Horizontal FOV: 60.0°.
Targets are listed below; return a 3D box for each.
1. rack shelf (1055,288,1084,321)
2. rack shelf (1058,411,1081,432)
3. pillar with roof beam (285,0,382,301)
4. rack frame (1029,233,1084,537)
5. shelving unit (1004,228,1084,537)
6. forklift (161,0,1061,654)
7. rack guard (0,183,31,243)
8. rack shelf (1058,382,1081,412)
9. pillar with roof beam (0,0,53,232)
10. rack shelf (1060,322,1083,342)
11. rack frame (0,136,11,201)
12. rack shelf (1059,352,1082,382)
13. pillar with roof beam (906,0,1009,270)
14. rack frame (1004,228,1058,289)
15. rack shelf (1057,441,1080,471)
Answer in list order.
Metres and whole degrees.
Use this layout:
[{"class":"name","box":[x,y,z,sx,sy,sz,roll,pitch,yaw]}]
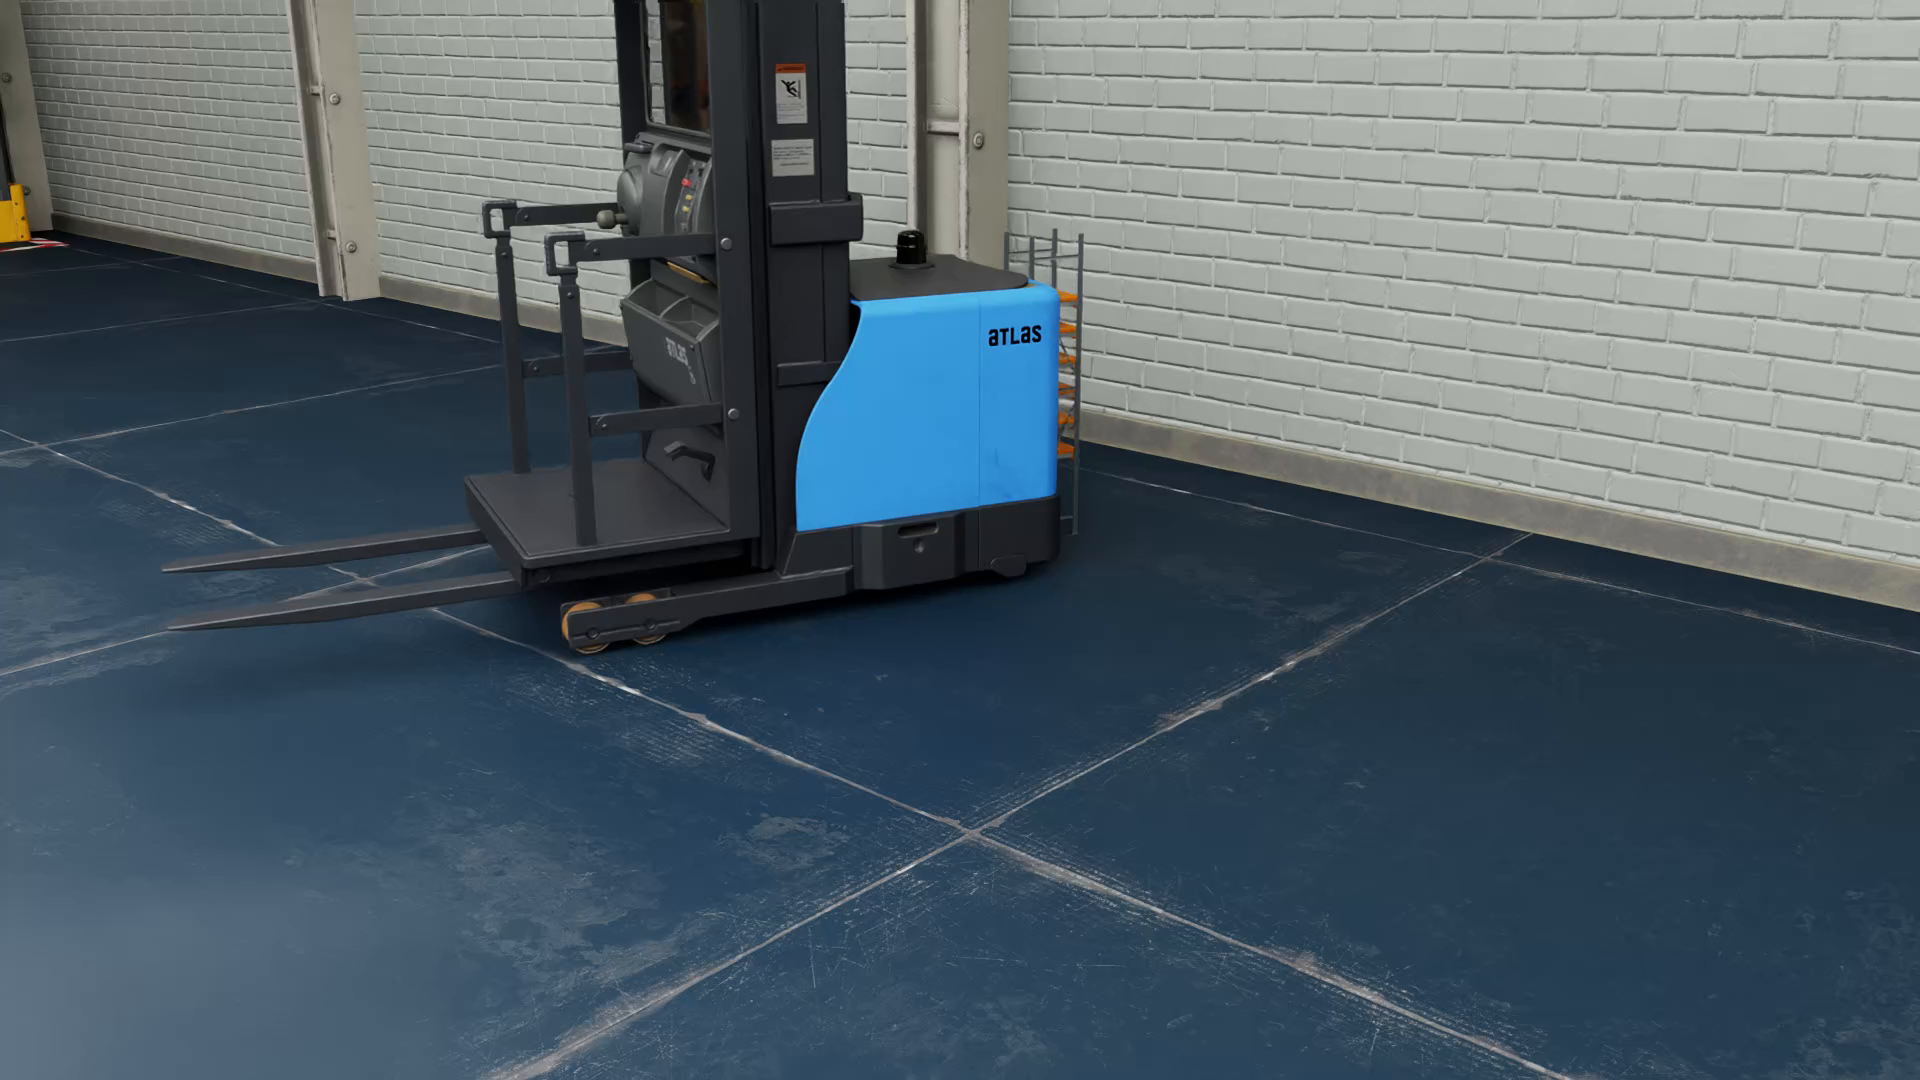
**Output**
[{"class":"rack shelf","box":[0.319,-0.898,6.416,0.258,0.103,0.180,-10,20,-28]},{"class":"rack shelf","box":[0.319,-0.441,6.561,0.258,0.103,0.180,-10,20,-28]},{"class":"pillar with roof beam","box":[-7.358,-5.123,7.878,0.400,9.000,9.100,15,23,39]},{"class":"rack frame","box":[0.364,-0.574,6.436,0.240,1.200,0.006,-10,20,-28]},{"class":"shelving unit","box":[0.319,-0.598,6.511,0.258,1.200,0.189,-10,20,-28]},{"class":"forklift","box":[-1.183,-1.207,5.569,3.031,2.935,1.130,-8,19,-25]},{"class":"rack guard","box":[-9.047,-2.902,14.931,0.348,0.500,1.175,15,23,39]},{"class":"rack shelf","box":[0.319,-0.555,6.525,0.258,0.103,0.180,-10,20,-28]},{"class":"pillar with roof beam","box":[-11.845,-6.328,11.674,0.400,9.000,9.100,15,23,39]},{"class":"rack shelf","box":[0.319,-0.784,6.452,0.258,0.103,0.180,-10,20,-28]},{"class":"rack frame","box":[-9.065,-4.099,14.568,0.127,3.000,1.000,15,23,39]},{"class":"rack shelf","box":[0.319,-0.670,6.488,0.258,0.103,0.180,-10,20,-28]},{"class":"pillar with roof beam","box":[-2.870,-3.918,4.082,0.400,9.000,9.100,15,23,39]},{"class":"rack frame","box":[0.273,-0.622,6.587,0.240,1.200,0.006,-10,20,-28]},{"class":"rack shelf","box":[0.319,-0.327,6.597,0.258,0.103,0.180,-10,20,-28]}]
